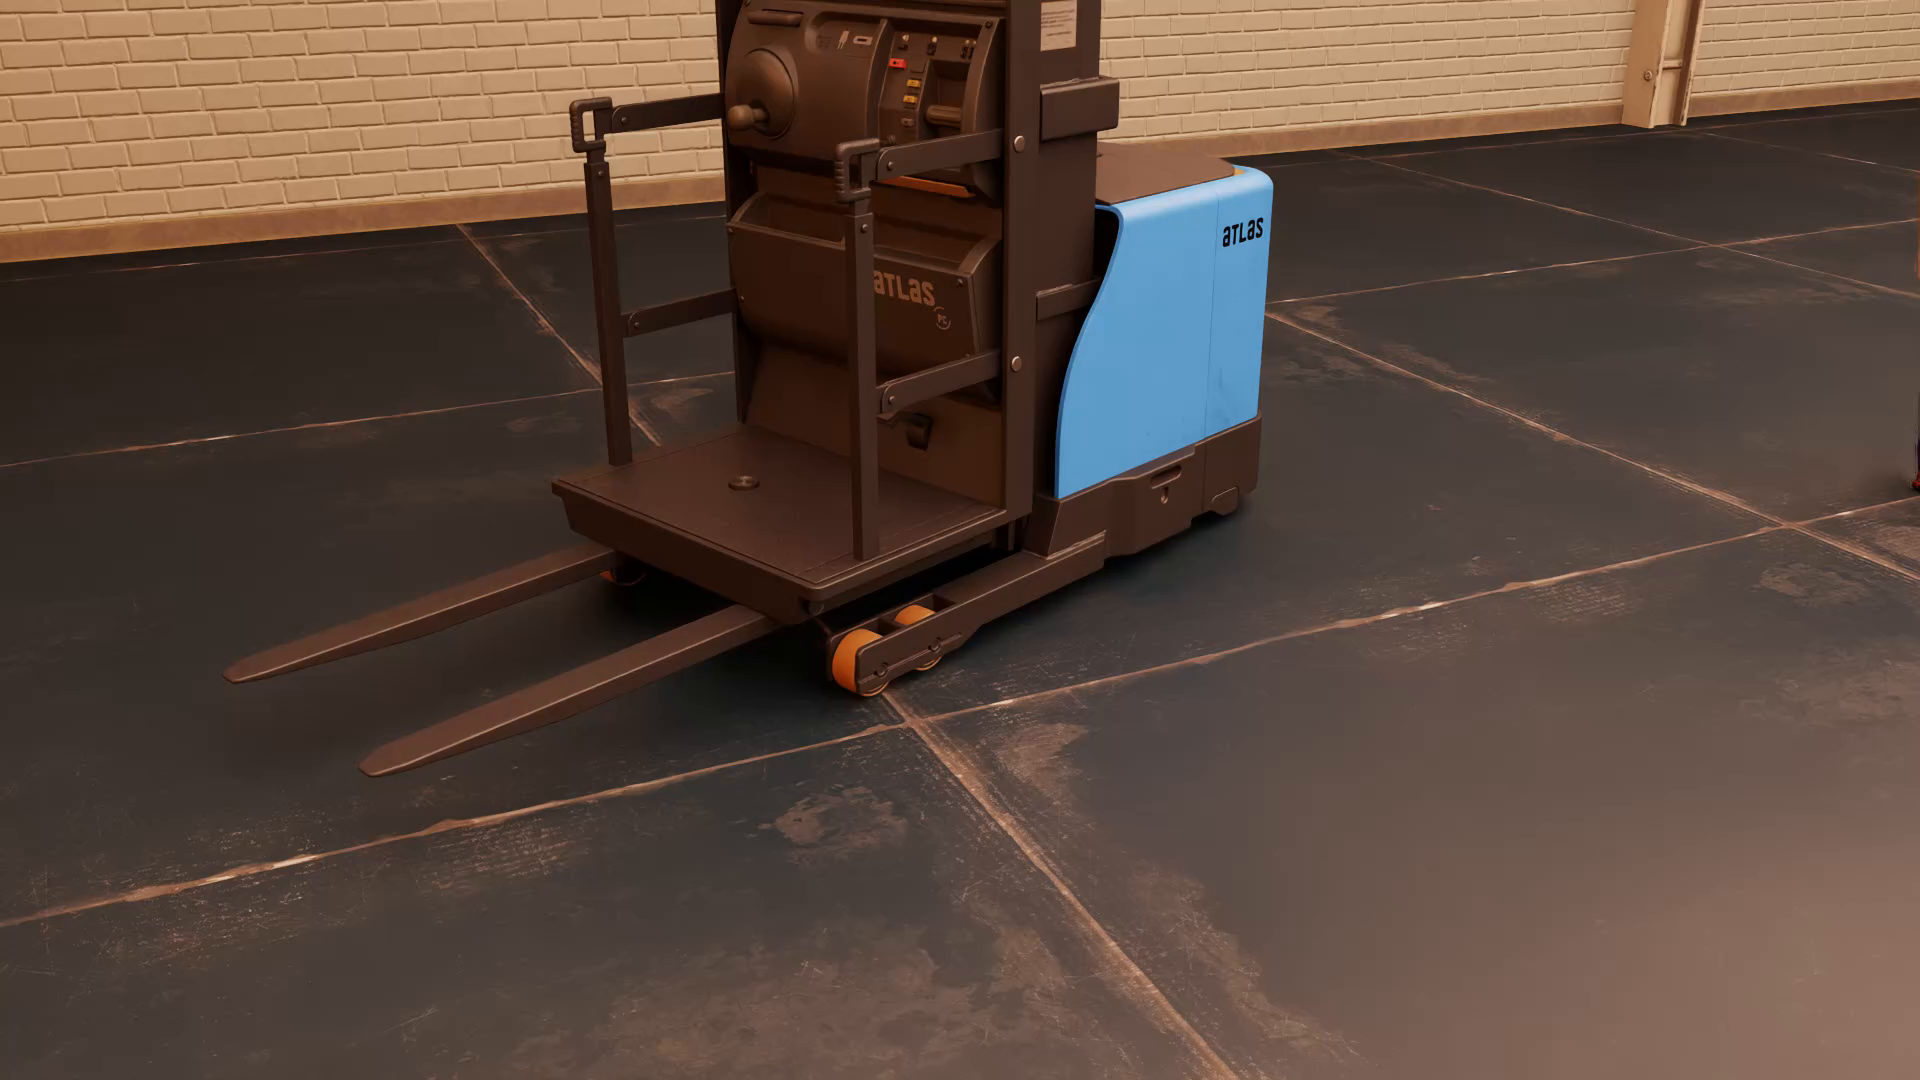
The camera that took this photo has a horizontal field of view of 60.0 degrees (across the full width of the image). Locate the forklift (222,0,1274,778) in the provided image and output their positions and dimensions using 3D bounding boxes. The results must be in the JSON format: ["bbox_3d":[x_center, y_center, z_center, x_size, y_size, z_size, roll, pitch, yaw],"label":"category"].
[{"bbox_3d":[-0.413,-1.182,4.131,1.130,2.935,3.031,19,29,39],"label":"forklift"}]

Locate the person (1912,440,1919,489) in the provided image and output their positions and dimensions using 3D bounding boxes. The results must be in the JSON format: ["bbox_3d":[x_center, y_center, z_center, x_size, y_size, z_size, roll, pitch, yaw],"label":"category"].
[{"bbox_3d":[3.262,-0.865,5.075,0.449,1.673,0.557,-12,25,-26],"label":"person"}]
